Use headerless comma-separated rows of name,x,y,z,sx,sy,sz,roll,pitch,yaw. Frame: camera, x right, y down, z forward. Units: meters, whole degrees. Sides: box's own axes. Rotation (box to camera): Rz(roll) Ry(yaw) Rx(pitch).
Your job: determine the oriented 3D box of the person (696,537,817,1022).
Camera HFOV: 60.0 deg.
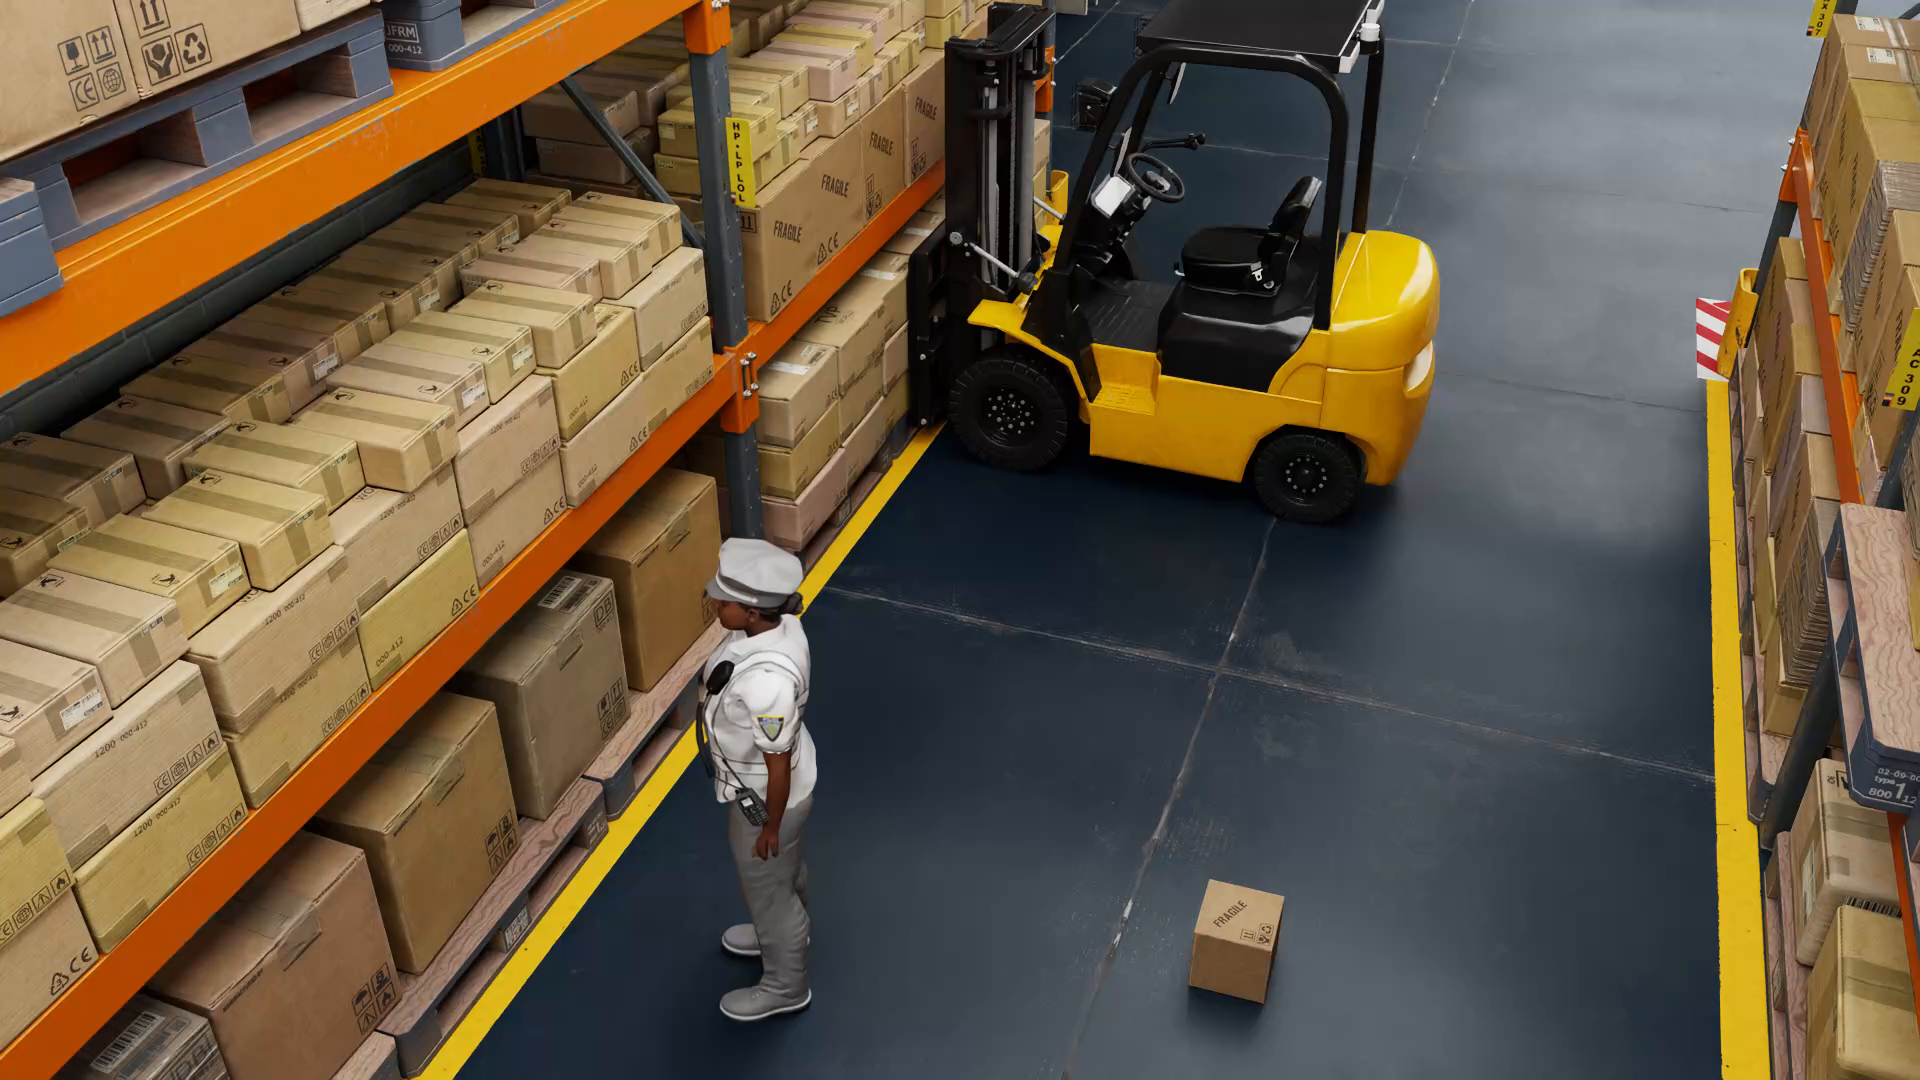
person,-0.607,0.732,5.006,0.361,1.694,0.448,-2,34,-3
